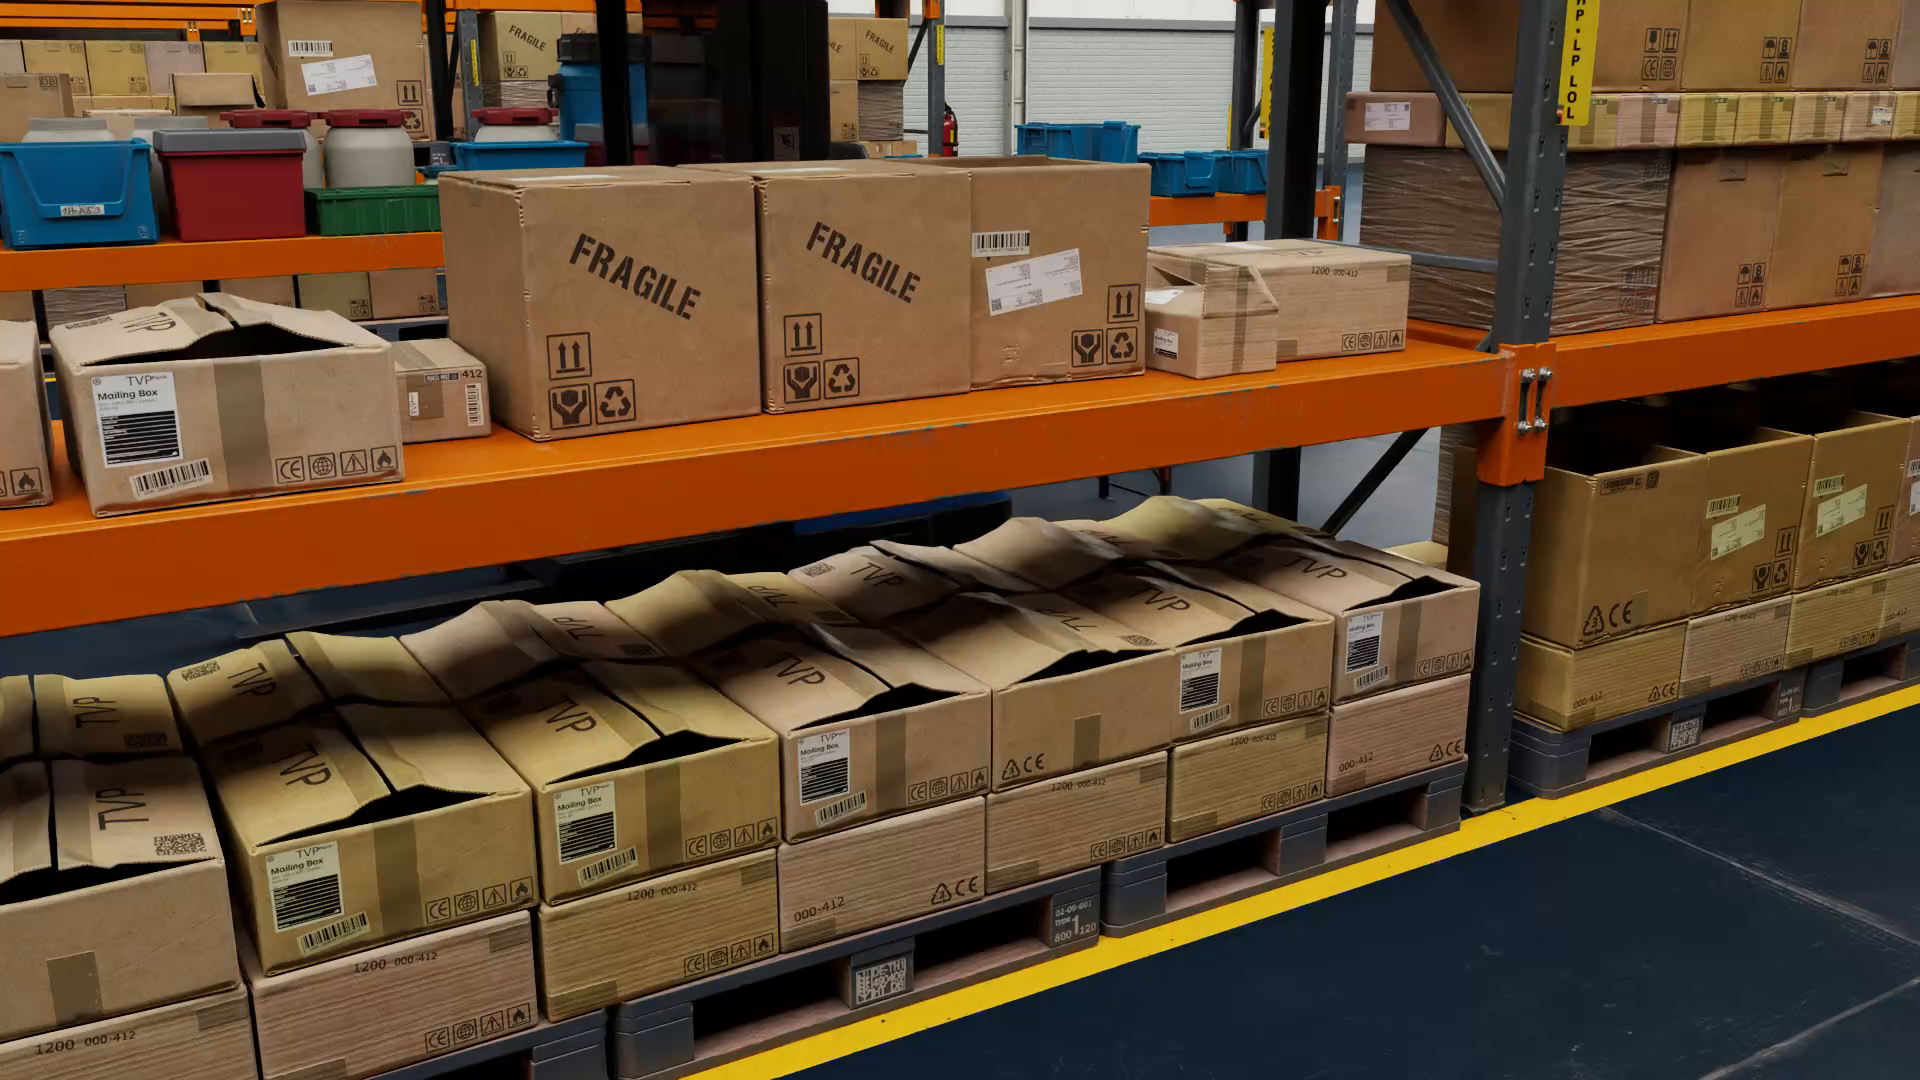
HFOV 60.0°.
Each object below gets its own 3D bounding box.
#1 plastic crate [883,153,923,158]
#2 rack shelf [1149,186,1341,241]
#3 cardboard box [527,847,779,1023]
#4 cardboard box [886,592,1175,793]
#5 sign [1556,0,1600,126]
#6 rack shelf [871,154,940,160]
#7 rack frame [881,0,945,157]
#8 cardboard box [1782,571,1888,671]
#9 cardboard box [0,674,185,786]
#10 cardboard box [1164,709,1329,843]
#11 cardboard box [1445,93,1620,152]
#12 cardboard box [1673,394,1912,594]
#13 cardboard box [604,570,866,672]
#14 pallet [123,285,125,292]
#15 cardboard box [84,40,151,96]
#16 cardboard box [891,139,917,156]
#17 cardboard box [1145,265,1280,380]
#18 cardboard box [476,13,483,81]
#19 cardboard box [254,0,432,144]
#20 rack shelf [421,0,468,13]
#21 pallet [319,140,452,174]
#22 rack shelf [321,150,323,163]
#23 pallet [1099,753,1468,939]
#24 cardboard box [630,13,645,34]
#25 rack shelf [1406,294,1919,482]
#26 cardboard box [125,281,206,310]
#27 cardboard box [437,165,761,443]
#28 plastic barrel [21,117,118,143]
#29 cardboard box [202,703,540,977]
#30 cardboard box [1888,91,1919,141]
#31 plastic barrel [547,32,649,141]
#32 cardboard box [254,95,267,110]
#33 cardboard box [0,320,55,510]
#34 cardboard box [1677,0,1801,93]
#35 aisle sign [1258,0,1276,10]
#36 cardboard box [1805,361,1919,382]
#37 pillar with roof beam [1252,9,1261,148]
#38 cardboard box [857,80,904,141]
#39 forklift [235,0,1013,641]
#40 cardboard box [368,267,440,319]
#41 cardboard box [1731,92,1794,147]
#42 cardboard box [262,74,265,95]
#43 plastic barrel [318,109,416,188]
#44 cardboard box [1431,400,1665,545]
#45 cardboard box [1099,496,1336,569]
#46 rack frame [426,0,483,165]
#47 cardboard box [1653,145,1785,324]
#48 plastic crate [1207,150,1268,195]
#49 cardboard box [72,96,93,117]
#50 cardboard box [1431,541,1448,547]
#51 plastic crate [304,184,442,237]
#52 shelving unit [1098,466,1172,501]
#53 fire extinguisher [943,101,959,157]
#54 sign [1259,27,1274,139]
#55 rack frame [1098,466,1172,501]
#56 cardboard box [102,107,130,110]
[{"bbox_3d":[-0.506,-2.086,9.569,0.616,0.251,0.499,-9,18,-30],"label":"plastic crate"},{"bbox_3d":[0.399,-1.873,9.865,4.000,0.370,1.077,-9,18,-30],"label":"rack shelf"},{"bbox_3d":[-0.723,0.735,3.547,0.500,0.250,0.500,-10,18,-31],"label":"cardboard box"},{"bbox_3d":[0.162,0.323,3.979,0.500,0.311,0.500,-9,18,-30],"label":"cardboard box"},{"bbox_3d":[1.521,-1.190,4.097,0.005,0.325,0.100,-9,18,-30],"label":"sign"},{"bbox_3d":[-2.151,-3.018,13.953,4.000,0.370,1.077,-9,18,-30],"label":"rack shelf"},{"bbox_3d":[-0.437,-3.643,14.848,0.127,3.000,1.000,-9,18,-30],"label":"rack frame"},{"bbox_3d":[2.649,0.196,5.468,0.500,0.250,0.500,-9,18,-30],"label":"cardboard box"},{"bbox_3d":[-1.874,0.484,3.404,0.500,0.311,0.500,-9,18,-28],"label":"cardboard box"},{"bbox_3d":[0.592,0.522,4.306,0.500,0.250,0.500,-10,18,-31],"label":"cardboard box"},{"bbox_3d":[1.563,-1.147,4.558,0.250,0.149,0.380,-9,18,-30],"label":"cardboard box"},{"bbox_3d":[2.649,-0.165,5.367,0.500,0.500,0.500,-9,18,-30],"label":"cardboard box"},{"bbox_3d":[-0.567,0.271,4.162,0.500,0.311,0.500,-9,18,-28],"label":"cardboard box"},{"bbox_3d":[-8.003,-2.610,16.331,1.213,0.211,1.003,-9,18,-30],"label":"pallet"},{"bbox_3d":[-8.063,-4.496,15.853,0.500,0.500,0.700,-9,18,-30],"label":"cardboard box"},{"bbox_3d":[-0.575,-3.435,14.570,0.250,0.149,0.380,-9,18,-30],"label":"cardboard box"},{"bbox_3d":[0.574,-0.565,4.117,0.258,0.266,0.396,-10,18,-31],"label":"cardboard box"},{"bbox_3d":[-3.622,-3.886,13.126,0.500,0.500,0.500,-9,18,-30],"label":"cardboard box"},{"bbox_3d":[-4.619,-3.500,12.448,1.000,1.000,1.000,-9,18,-29],"label":"cardboard box"},{"bbox_3d":[-5.580,-3.907,11.565,4.000,0.370,1.077,-9,18,-30],"label":"rack shelf"},{"bbox_3d":[-4.596,-2.922,12.631,1.213,0.211,1.003,-9,18,-30],"label":"pallet"},{"bbox_3d":[-8.048,-3.624,16.114,4.000,0.370,1.077,-9,18,-30],"label":"rack shelf"},{"bbox_3d":[0.621,0.660,4.665,1.213,0.211,1.003,-9,18,-30],"label":"pallet"},{"bbox_3d":[-2.492,-3.903,13.186,0.500,0.500,0.500,-9,18,-30],"label":"cardboard box"},{"bbox_3d":[2.947,-0.726,5.775,4.000,0.370,1.077,-9,18,-30],"label":"rack shelf"},{"bbox_3d":[-5.779,-1.797,12.080,0.500,0.500,0.700,-8,17,-25],"label":"cardboard box"},{"bbox_3d":[-0.766,-0.523,3.535,0.500,0.500,0.500,-10,19,-33],"label":"cardboard box"},{"bbox_3d":[-3.972,-1.631,7.464,0.421,0.512,0.421,0,16,0],"label":"plastic barrel"},{"bbox_3d":[-1.150,0.534,3.226,0.500,0.311,0.500,-10,18,-31],"label":"cardboard box"},{"bbox_3d":[2.889,-1.363,5.330,0.250,0.149,0.380,-9,18,-30],"label":"cardboard box"},{"bbox_3d":[-1.802,-2.199,8.767,0.708,0.901,0.600,-9,18,-30],"label":"plastic barrel"},{"bbox_3d":[-7.076,-4.092,16.265,0.500,0.500,0.500,-9,18,-30],"label":"cardboard box"},{"bbox_3d":[-1.862,-0.236,2.859,0.500,0.311,0.500,-8,18,-26],"label":"cardboard box"},{"bbox_3d":[2.042,-1.601,4.974,0.500,0.500,0.700,-9,18,-30],"label":"cardboard box"},{"bbox_3d":[2.025,-3.826,10.687,0.004,0.787,0.394,-9,18,-30],"label":"aisle sign"},{"bbox_3d":[3.238,-0.424,6.293,0.500,0.500,0.500,-9,18,-30],"label":"cardboard box"},{"bbox_3d":[8.485,-11.590,32.084,0.400,9.000,9.100,-9,18,-30],"label":"pillar with roof beam"},{"bbox_3d":[-0.923,-3.764,14.544,0.500,0.500,0.875,-9,18,-30],"label":"cardboard box"},{"bbox_3d":[-1.289,-1.176,6.176,3.031,2.935,1.130,-10,19,-33],"label":"forklift"},{"bbox_3d":[-4.403,-2.015,12.856,0.500,0.500,0.700,-11,19,-34],"label":"cardboard box"},{"bbox_3d":[2.222,-1.255,4.944,0.250,0.149,0.380,-9,18,-30],"label":"cardboard box"},{"bbox_3d":[-6.756,-4.708,16.609,0.500,0.500,0.700,-10,18,-31],"label":"cardboard box"},{"bbox_3d":[-2.877,-1.822,8.101,0.433,0.535,0.433,0,16,0],"label":"plastic barrel"},{"bbox_3d":[1.952,-0.215,5.548,0.500,0.500,0.500,-9,18,-30],"label":"cardboard box"},{"bbox_3d":[0.750,0.057,4.926,0.500,0.311,0.500,-9,18,-30],"label":"cardboard box"},{"bbox_3d":[-3.866,-3.087,12.864,0.127,3.000,1.000,-9,18,-30],"label":"rack frame"},{"bbox_3d":[2.059,-0.980,5.165,0.500,0.500,0.700,-9,18,-30],"label":"cardboard box"},{"bbox_3d":[1.839,-2.286,10.285,0.616,0.251,0.499,-9,18,-30],"label":"plastic crate"},{"bbox_3d":[-8.372,-3.882,15.515,0.500,0.500,0.500,-9,18,-30],"label":"cardboard box"},{"bbox_3d":[1.951,0.145,5.651,0.500,0.250,0.500,-9,18,-30],"label":"cardboard box"},{"bbox_3d":[-2.662,-1.531,7.708,0.662,0.188,0.450,-9,18,-30],"label":"plastic crate"},{"bbox_3d":[0.411,-0.624,7.551,1.048,1.125,0.538,-10,19,-33],"label":"shelving unit"},{"bbox_3d":[-0.102,-3.515,14.535,0.183,0.674,0.296,-9,18,-30],"label":"fire extinguisher"},{"bbox_3d":[0.946,-1.377,5.016,0.005,0.325,0.100,-9,18,-30],"label":"sign"},{"bbox_3d":[0.832,-0.700,7.825,0.032,1.125,0.500,-10,19,-33],"label":"rack frame"},{"bbox_3d":[-6.004,-2.963,11.892,0.258,0.266,0.396,-10,18,-31],"label":"cardboard box"}]
